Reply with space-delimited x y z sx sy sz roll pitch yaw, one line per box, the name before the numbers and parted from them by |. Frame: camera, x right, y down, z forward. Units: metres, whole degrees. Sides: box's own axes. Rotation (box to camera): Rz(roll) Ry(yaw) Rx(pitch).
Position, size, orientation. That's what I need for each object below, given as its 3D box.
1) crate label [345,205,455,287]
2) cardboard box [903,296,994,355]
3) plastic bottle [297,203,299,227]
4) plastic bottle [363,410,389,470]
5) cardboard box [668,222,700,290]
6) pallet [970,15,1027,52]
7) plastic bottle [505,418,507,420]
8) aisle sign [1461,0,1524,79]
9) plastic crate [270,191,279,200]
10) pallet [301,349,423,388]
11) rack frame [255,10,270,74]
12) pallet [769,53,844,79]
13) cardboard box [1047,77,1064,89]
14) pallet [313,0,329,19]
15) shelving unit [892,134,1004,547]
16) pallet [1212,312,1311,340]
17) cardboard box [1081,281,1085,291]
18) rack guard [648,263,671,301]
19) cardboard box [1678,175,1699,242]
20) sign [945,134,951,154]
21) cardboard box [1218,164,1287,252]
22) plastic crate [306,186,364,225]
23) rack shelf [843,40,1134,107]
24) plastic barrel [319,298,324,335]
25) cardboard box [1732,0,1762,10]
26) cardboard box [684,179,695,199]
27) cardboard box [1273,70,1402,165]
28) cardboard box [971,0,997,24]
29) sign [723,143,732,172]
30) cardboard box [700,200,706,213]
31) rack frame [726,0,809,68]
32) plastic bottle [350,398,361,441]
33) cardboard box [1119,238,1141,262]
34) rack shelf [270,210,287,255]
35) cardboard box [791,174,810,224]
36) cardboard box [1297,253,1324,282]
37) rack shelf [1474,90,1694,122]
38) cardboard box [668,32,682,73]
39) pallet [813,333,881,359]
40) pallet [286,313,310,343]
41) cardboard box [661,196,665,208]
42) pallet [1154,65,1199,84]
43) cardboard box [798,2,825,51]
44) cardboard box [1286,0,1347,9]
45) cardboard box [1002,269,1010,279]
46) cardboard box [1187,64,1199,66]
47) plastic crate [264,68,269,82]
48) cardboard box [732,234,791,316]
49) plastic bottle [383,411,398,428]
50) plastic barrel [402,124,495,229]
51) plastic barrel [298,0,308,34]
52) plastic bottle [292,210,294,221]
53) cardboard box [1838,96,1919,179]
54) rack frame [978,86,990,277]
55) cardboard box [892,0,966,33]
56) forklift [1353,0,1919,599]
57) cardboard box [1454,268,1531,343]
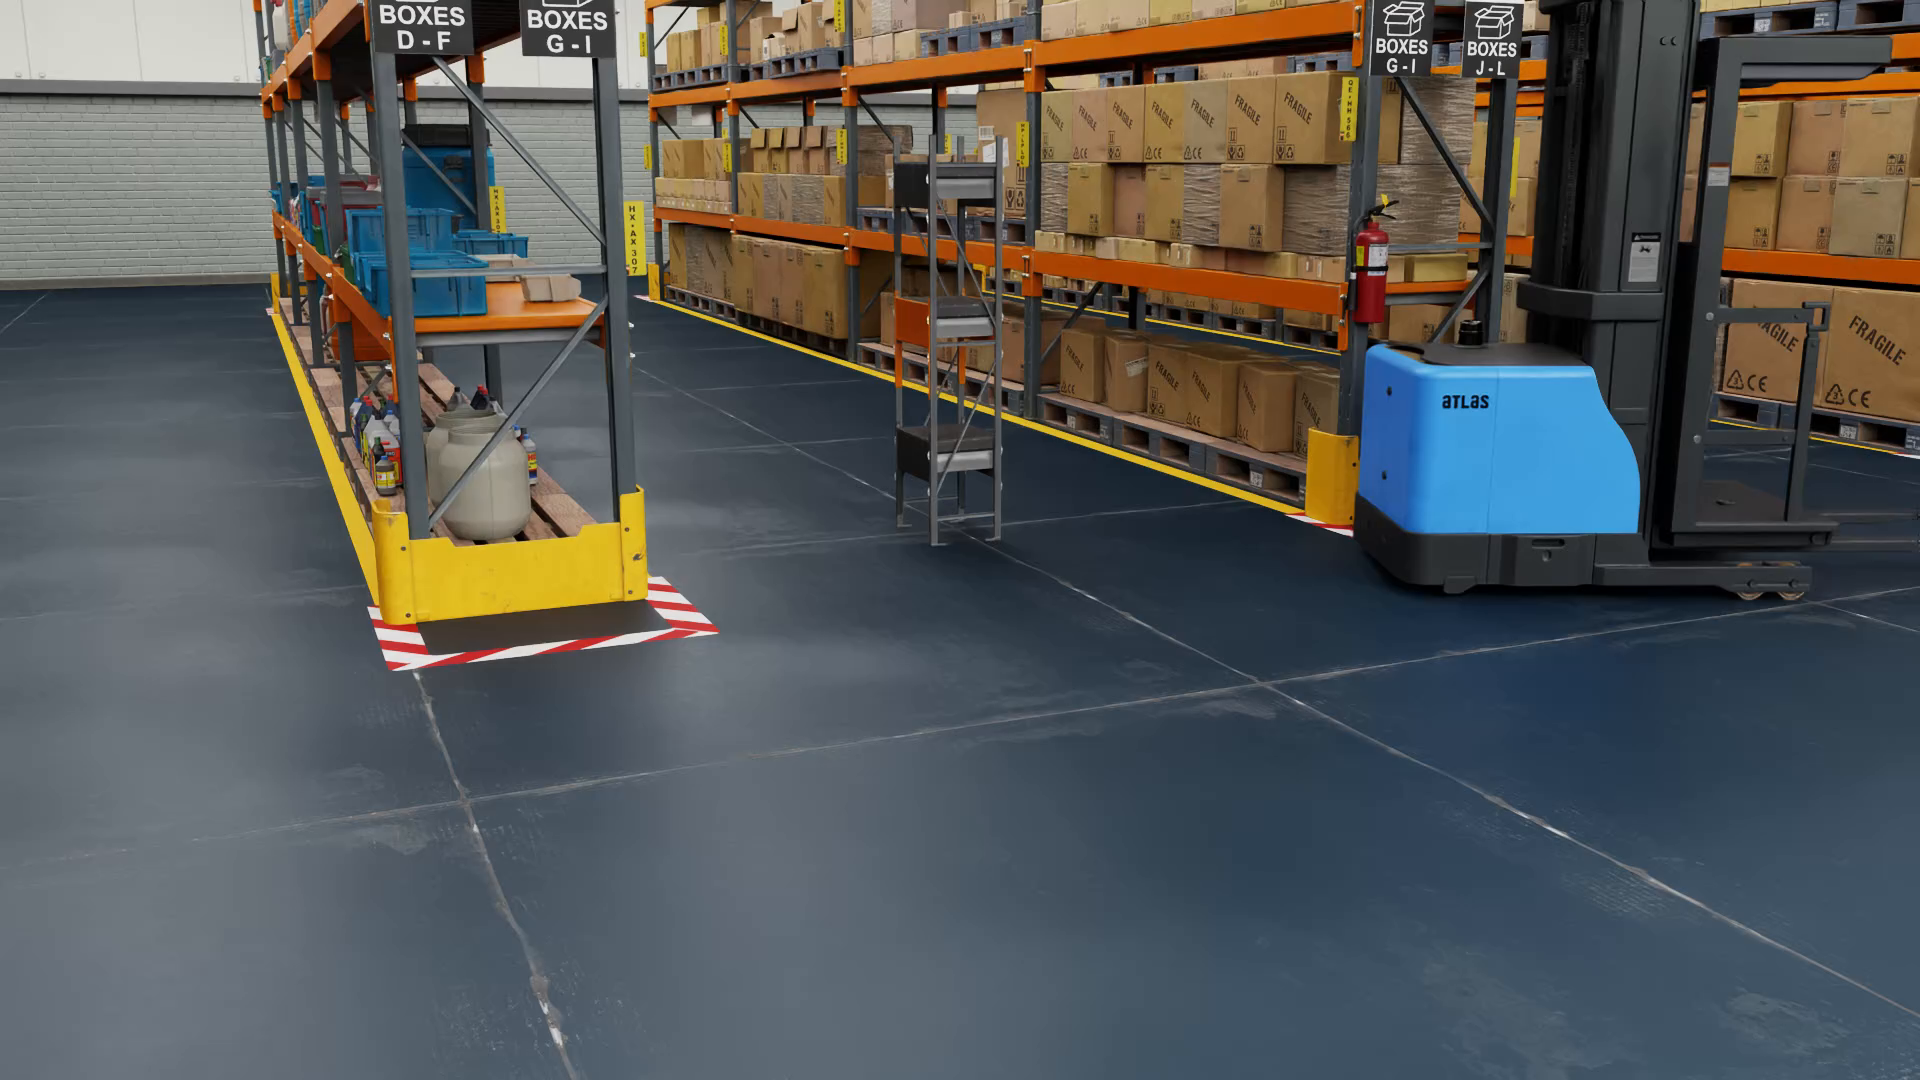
crate label | -2.946 -1.535 8.770 0.502 0.435 0.616 -6 14 -23
cardboard box | -0.107 -2.008 15.462 0.700 0.500 0.500 -7 15 -28
plastic bottle | -6.202 -3.108 15.756 0.144 0.351 0.185 -6 14 -23
plastic bottle | -3.374 -0.581 9.625 0.144 0.351 0.185 -6 14 -23
cardboard box | -3.502 -3.959 23.104 0.875 0.875 0.875 -6 14 -23
pallet | 0.825 -3.942 13.015 1.213 0.211 1.003 -6 14 -23
plastic bottle | -2.660 -0.583 9.810 0.097 0.271 0.097 0 13 0
aisle sign | 2.877 -2.890 8.938 0.394 0.787 0.004 -6 14 -23
plastic crate | -8.309 -4.198 20.594 0.416 0.233 0.300 -6 14 -23
pallet | -5.519 -1.615 15.379 1.003 0.211 1.213 -6 14 -23
rack frame | -8.370 -7.390 20.842 1.000 3.000 0.127 -6 14 -23
pallet | -1.384 -4.990 17.545 1.003 0.211 1.213 -5 14 -20
cardboard box | 1.518 -6.190 22.641 0.500 0.250 0.500 -6 14 -24
pallet | -3.185 -3.217 9.884 1.213 0.211 1.003 -6 14 -23
shelving unit | -0.066 -1.057 8.781 0.431 2.100 0.503 -6 14 -23
pallet | 3.646 -2.492 19.168 1.003 0.211 1.213 -6 14 -23
cardboard box | 1.859 -3.442 22.482 0.380 0.149 0.250 -5 14 -21
rack guard | -3.841 -3.702 23.755 1.175 0.500 0.348 -6 14 -23
cardboard box | 6.068 -2.627 13.233 0.875 0.550 0.550 -6 14 -23
sign | -0.134 -3.838 16.409 0.100 0.325 0.005 -6 14 -23
cardboard box | 2.072 -2.011 10.025 0.875 0.500 0.500 -6 14 -23
plastic crate | -4.799 -2.484 12.808 0.402 0.464 0.583 -6 14 -23
rack shelf | 0.174 -3.959 14.268 1.077 0.370 4.000 -6 14 -23
plastic barrel | -6.138 -2.248 16.518 0.421 0.512 0.421 0 13 0
cardboard box | 6.004 -4.035 12.401 0.380 0.149 0.250 -5 14 -22
cardboard box | -3.261 -4.545 21.526 0.500 0.250 0.500 -6 14 -24
cardboard box | 2.131 -2.381 9.406 0.500 0.500 0.500 -6 14 -23
cardboard box | 0.499 -4.452 13.641 0.797 0.503 0.637 -5 14 -21
sign | -2.737 -4.498 19.557 0.100 0.325 0.005 -6 14 -23
cardboard box | -3.065 -4.212 20.972 0.380 0.149 0.250 -5 14 -22
rack frame | -2.230 -7.011 19.205 1.000 3.000 0.127 -6 14 -23
plastic bottle | -3.837 -0.768 10.609 0.097 0.271 0.097 0 13 0
cardboard box | 1.309 -1.985 11.353 0.380 0.149 0.250 -6 14 -23
rack shelf | -7.569 -3.703 19.815 1.077 0.370 4.000 -6 14 -23
cardboard box | -1.457 -3.601 17.553 0.500 0.500 0.500 -6 14 -25
cardboard box | 2.174 -1.578 9.595 0.380 0.149 0.250 -6 14 -23
rack shelf | 7.652 -5.681 21.706 1.077 0.370 4.000 -6 14 -23
cardboard box | -3.460 -6.448 22.051 0.700 0.500 0.500 -6 14 -25
pallet | -0.874 -2.073 17.358 1.003 0.211 1.213 -6 14 -23
pallet | -7.098 -2.431 18.904 1.003 0.211 1.213 -6 14 -23
cardboard box | -3.888 -4.636 22.806 0.380 0.149 0.250 -6 14 -24
pallet | 2.924 -5.534 19.892 1.213 0.211 1.003 -6 14 -23
cardboard box | -1.364 -5.266 17.166 0.500 0.500 0.500 -5 14 -20
cardboard box | 2.151 -3.074 9.179 0.500 0.250 0.500 -5 14 -22
cardboard box | 0.850 -3.973 24.777 0.380 0.149 0.250 -6 14 -23
cardboard box | 2.854 -5.901 19.899 0.797 0.503 0.637 -6 14 -24
plastic crate | -7.626 -5.202 18.626 0.293 0.136 0.466 -6 14 -23
cardboard box | -1.955 -3.127 19.510 1.225 0.875 0.875 -6 14 -23
plastic bottle | -3.451 -0.650 10.100 0.097 0.271 0.097 0 13 0
plastic barrel | -3.440 -2.339 11.213 0.600 0.901 0.708 -6 14 -23
plastic barrel | -4.228 -3.914 11.365 0.600 0.901 0.600 0 13 0
plastic bottle | -6.686 -3.272 16.794 0.097 0.201 0.097 0 13 0
cardboard box | 6.744 -2.821 11.677 0.875 0.550 0.550 -6 14 -23
rack frame | 0.753 -5.342 25.297 1.000 3.000 0.127 -6 14 -23
cardboard box | -0.267 -4.687 14.484 0.500 0.500 0.500 -6 14 -25
forklift | 3.549 -1.274 7.874 3.031 2.935 1.130 0 13 -1
cardboard box | 5.229 -2.091 15.311 1.050 0.750 0.750 -6 14 -23
